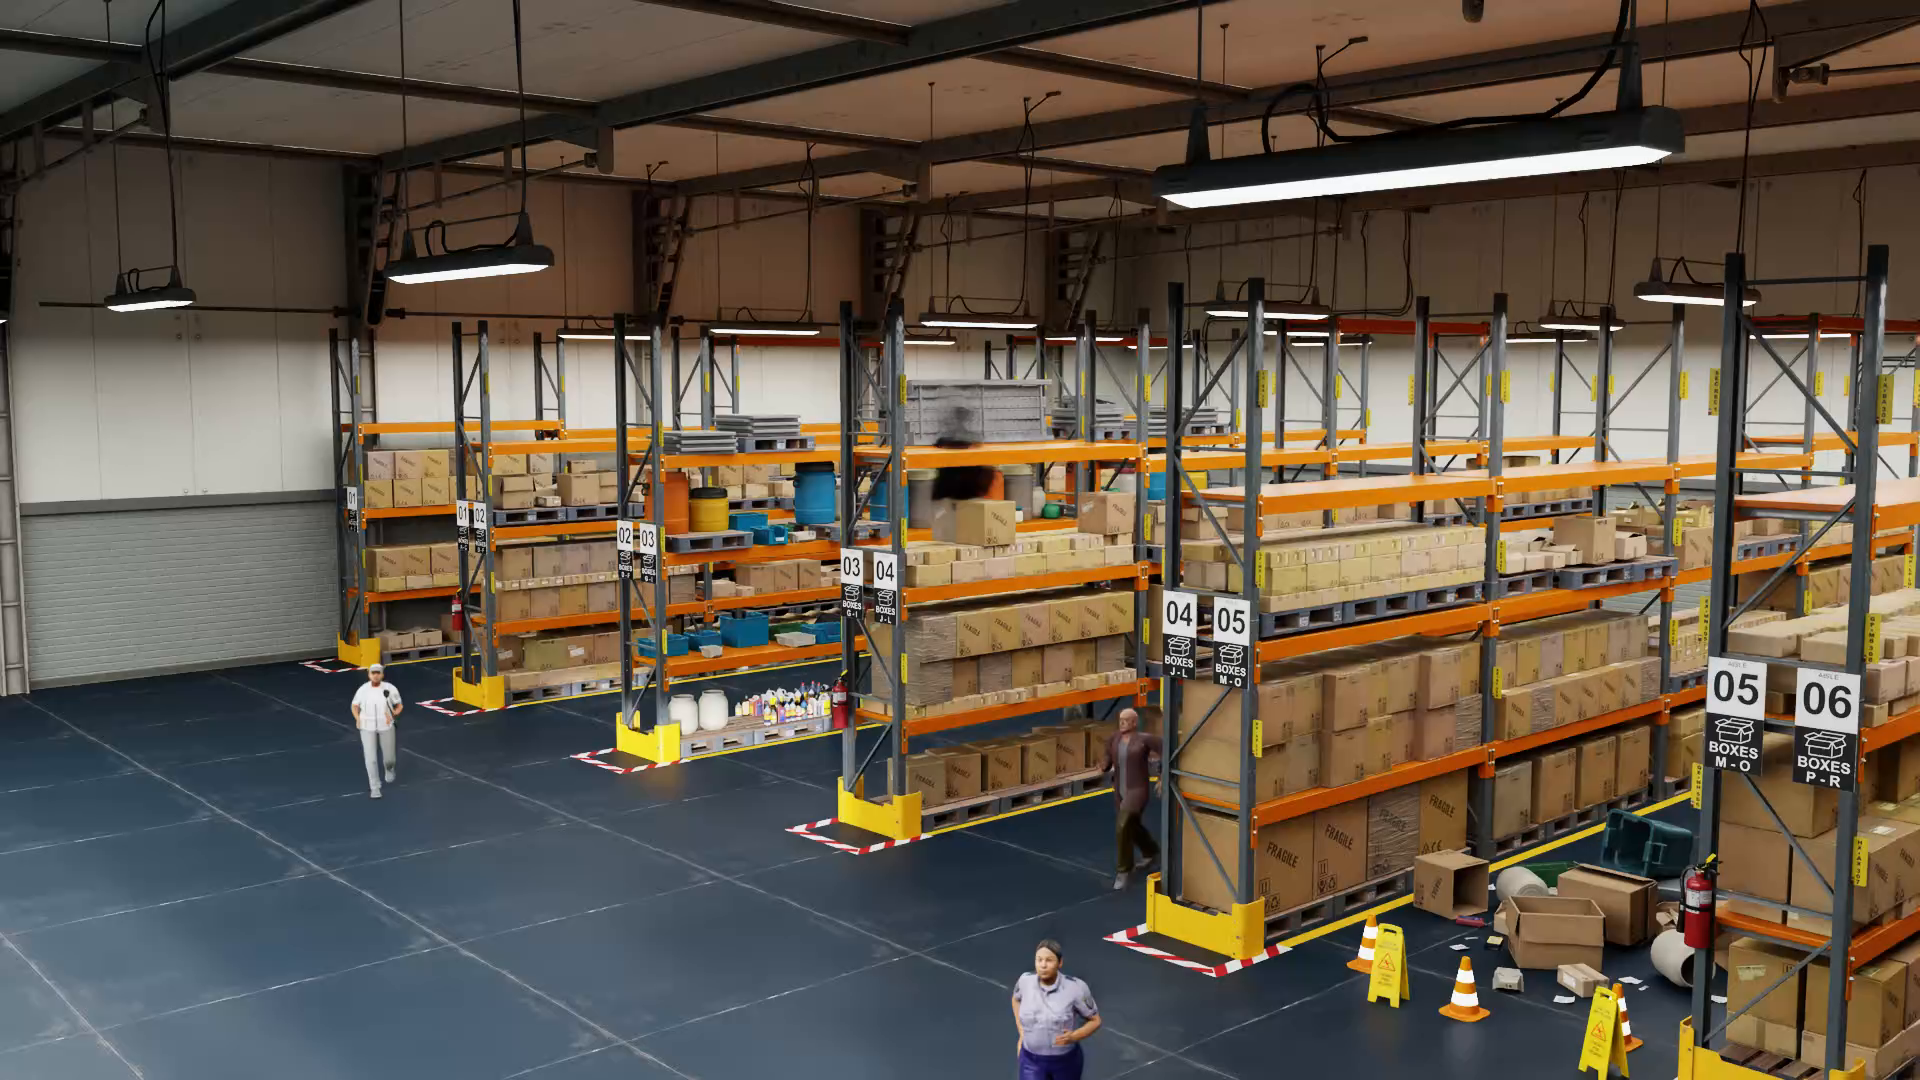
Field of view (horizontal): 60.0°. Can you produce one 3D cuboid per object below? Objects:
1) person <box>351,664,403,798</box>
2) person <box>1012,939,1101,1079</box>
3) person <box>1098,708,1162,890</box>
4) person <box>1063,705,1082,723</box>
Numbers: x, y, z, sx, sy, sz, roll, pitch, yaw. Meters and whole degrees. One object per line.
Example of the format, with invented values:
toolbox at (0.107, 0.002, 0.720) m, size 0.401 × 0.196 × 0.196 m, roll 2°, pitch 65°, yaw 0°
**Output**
person at (-7.208, 2.328, 20.566) m, size 0.613 × 1.621 × 0.688 m, roll -2°, pitch 6°, yaw -16°
person at (0.595, 3.322, 10.462) m, size 0.588 × 1.679 × 0.851 m, roll 1°, pitch 6°, yaw 9°
person at (1.785, 2.616, 17.058) m, size 0.898 × 1.824 × 0.724 m, roll -5°, pitch 8°, yaw -41°
person at (1.574, 1.978, 23.315) m, size 0.768 × 1.841 × 0.645 m, roll -5°, pitch 8°, yaw -43°
